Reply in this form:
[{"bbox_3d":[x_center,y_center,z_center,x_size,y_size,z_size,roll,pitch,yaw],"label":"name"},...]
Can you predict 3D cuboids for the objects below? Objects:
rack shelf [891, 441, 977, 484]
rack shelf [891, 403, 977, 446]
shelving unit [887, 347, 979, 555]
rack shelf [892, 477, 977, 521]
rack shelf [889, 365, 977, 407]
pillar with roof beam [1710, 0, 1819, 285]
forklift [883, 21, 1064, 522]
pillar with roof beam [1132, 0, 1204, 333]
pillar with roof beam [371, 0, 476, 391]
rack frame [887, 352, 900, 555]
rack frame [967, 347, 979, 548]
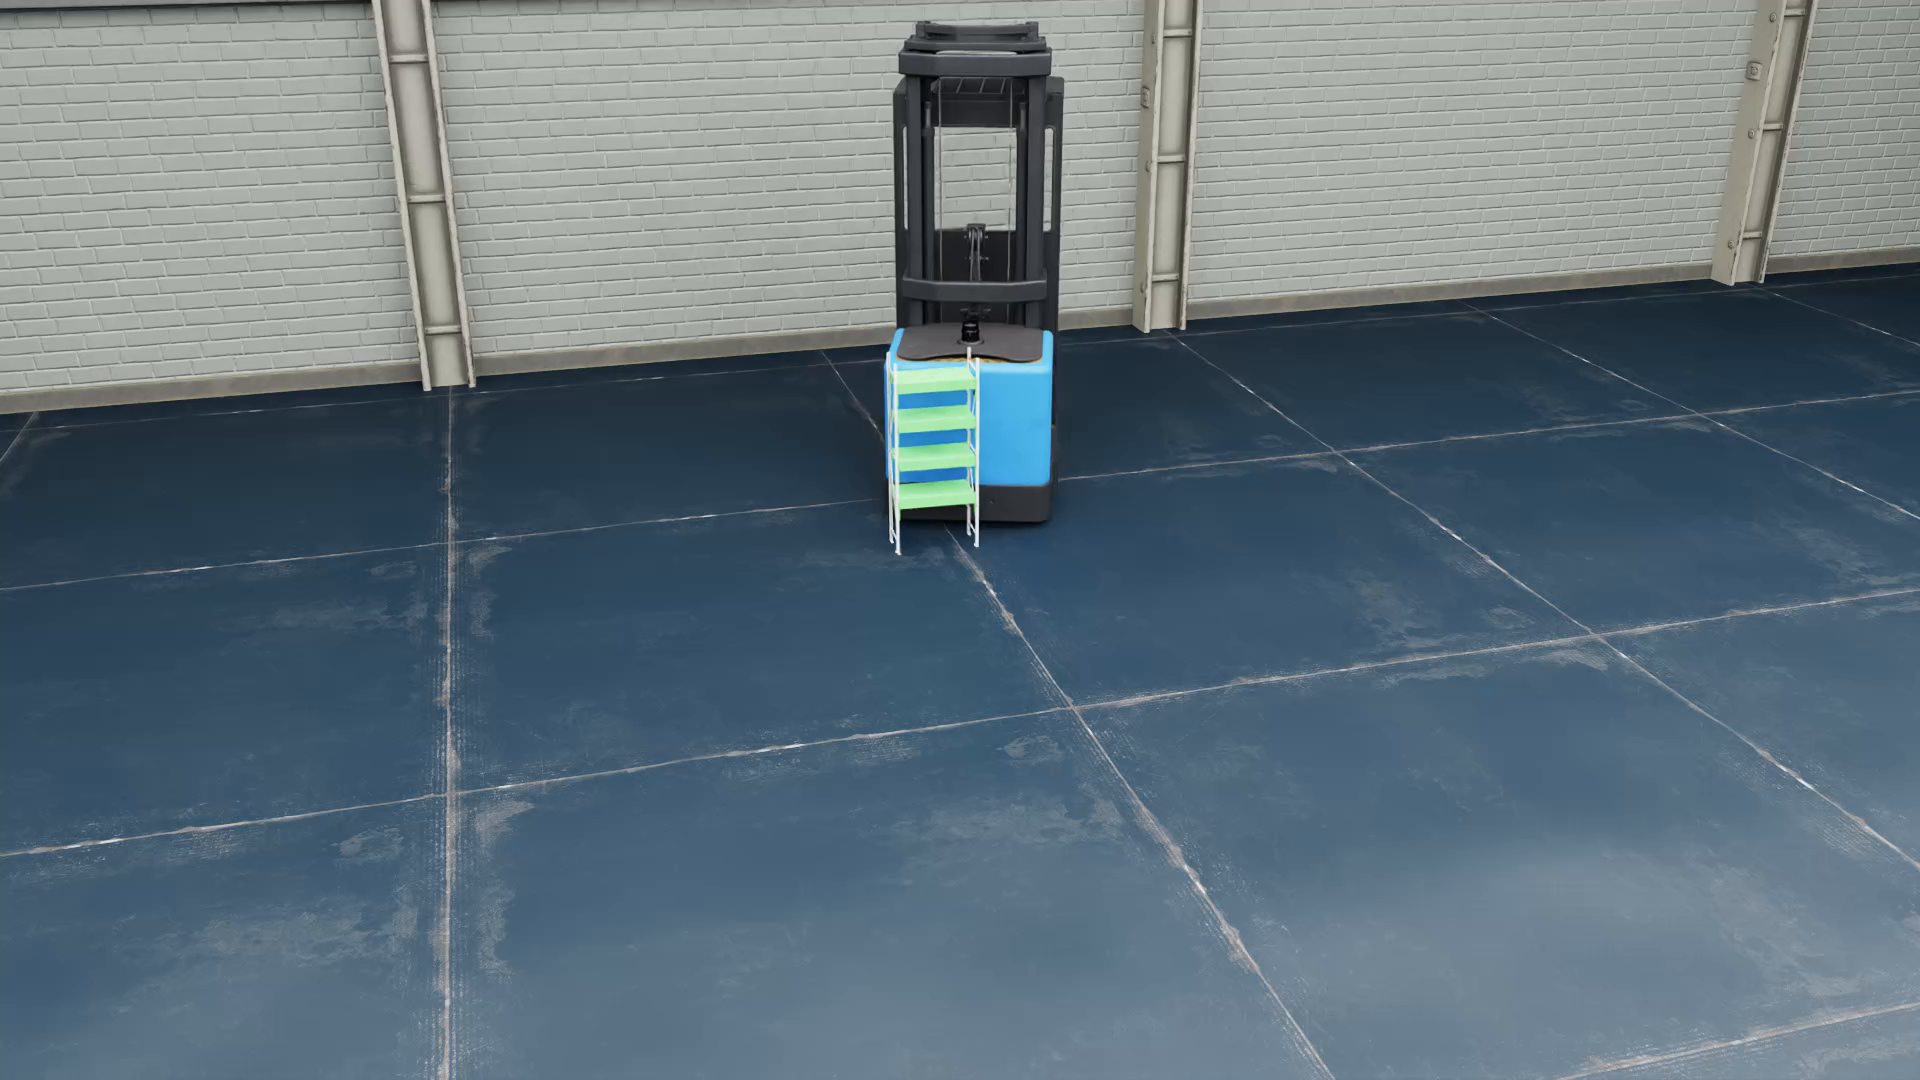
[{"bbox_3d":[-0.160,-0.469,9.983,0.480,0.148,0.258,-5,24,-12],"label":"rack shelf"},{"bbox_3d":[-0.160,-0.689,9.888,0.480,0.148,0.258,-5,24,-12],"label":"rack shelf"},{"bbox_3d":[-0.160,-0.528,9.958,0.503,1.200,0.258,-5,24,-12],"label":"shelving unit"},{"bbox_3d":[-0.160,-0.248,10.078,0.480,0.148,0.258,-5,24,-12],"label":"rack shelf"},{"bbox_3d":[-0.160,-0.910,9.794,0.480,0.148,0.258,-5,24,-12],"label":"rack shelf"},{"bbox_3d":[8.686,-5.020,10.538,0.400,9.000,9.100,-6,24,-14],"label":"pillar with roof beam"},{"bbox_3d":[0.131,-1.998,11.189,1.130,2.935,3.031,1,23,3],"label":"forklift"},{"bbox_3d":[2.909,-4.381,9.049,0.400,9.000,9.100,-6,24,-14],"label":"pillar with roof beam"},{"bbox_3d":[-2.868,-3.742,7.559,0.400,9.000,9.100,-6,24,-14],"label":"pillar with roof beam"},{"bbox_3d":[-0.398,-0.507,9.909,0.015,1.200,0.240,-5,24,-12],"label":"rack frame"},{"bbox_3d":[0.078,-0.548,10.007,0.015,1.200,0.240,-5,24,-12],"label":"rack frame"}]
